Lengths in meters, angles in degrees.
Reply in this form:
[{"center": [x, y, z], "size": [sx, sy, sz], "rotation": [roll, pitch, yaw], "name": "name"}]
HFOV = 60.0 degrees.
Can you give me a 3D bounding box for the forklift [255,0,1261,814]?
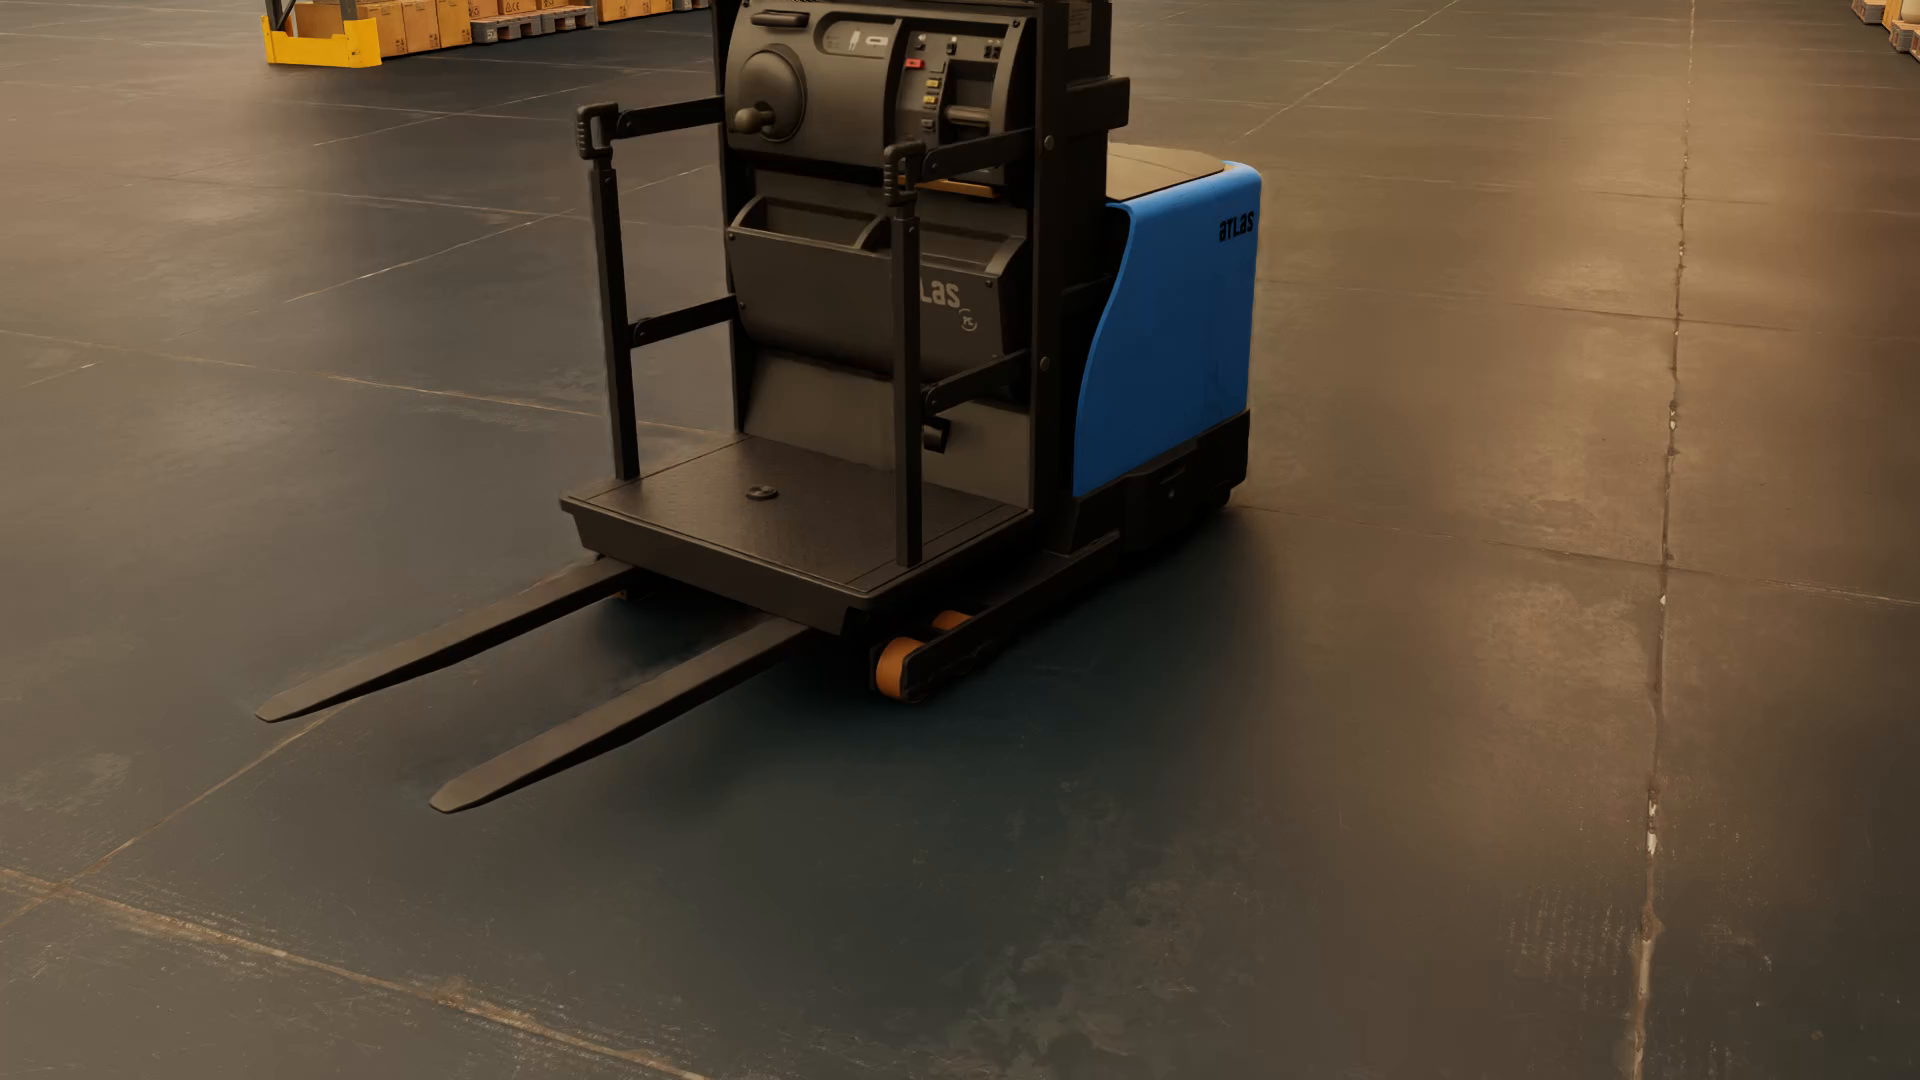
[{"center": [-0.359, -1.159, 4.065], "size": [1.130, 2.935, 3.031], "rotation": [16, 28, 34], "name": "forklift"}]
